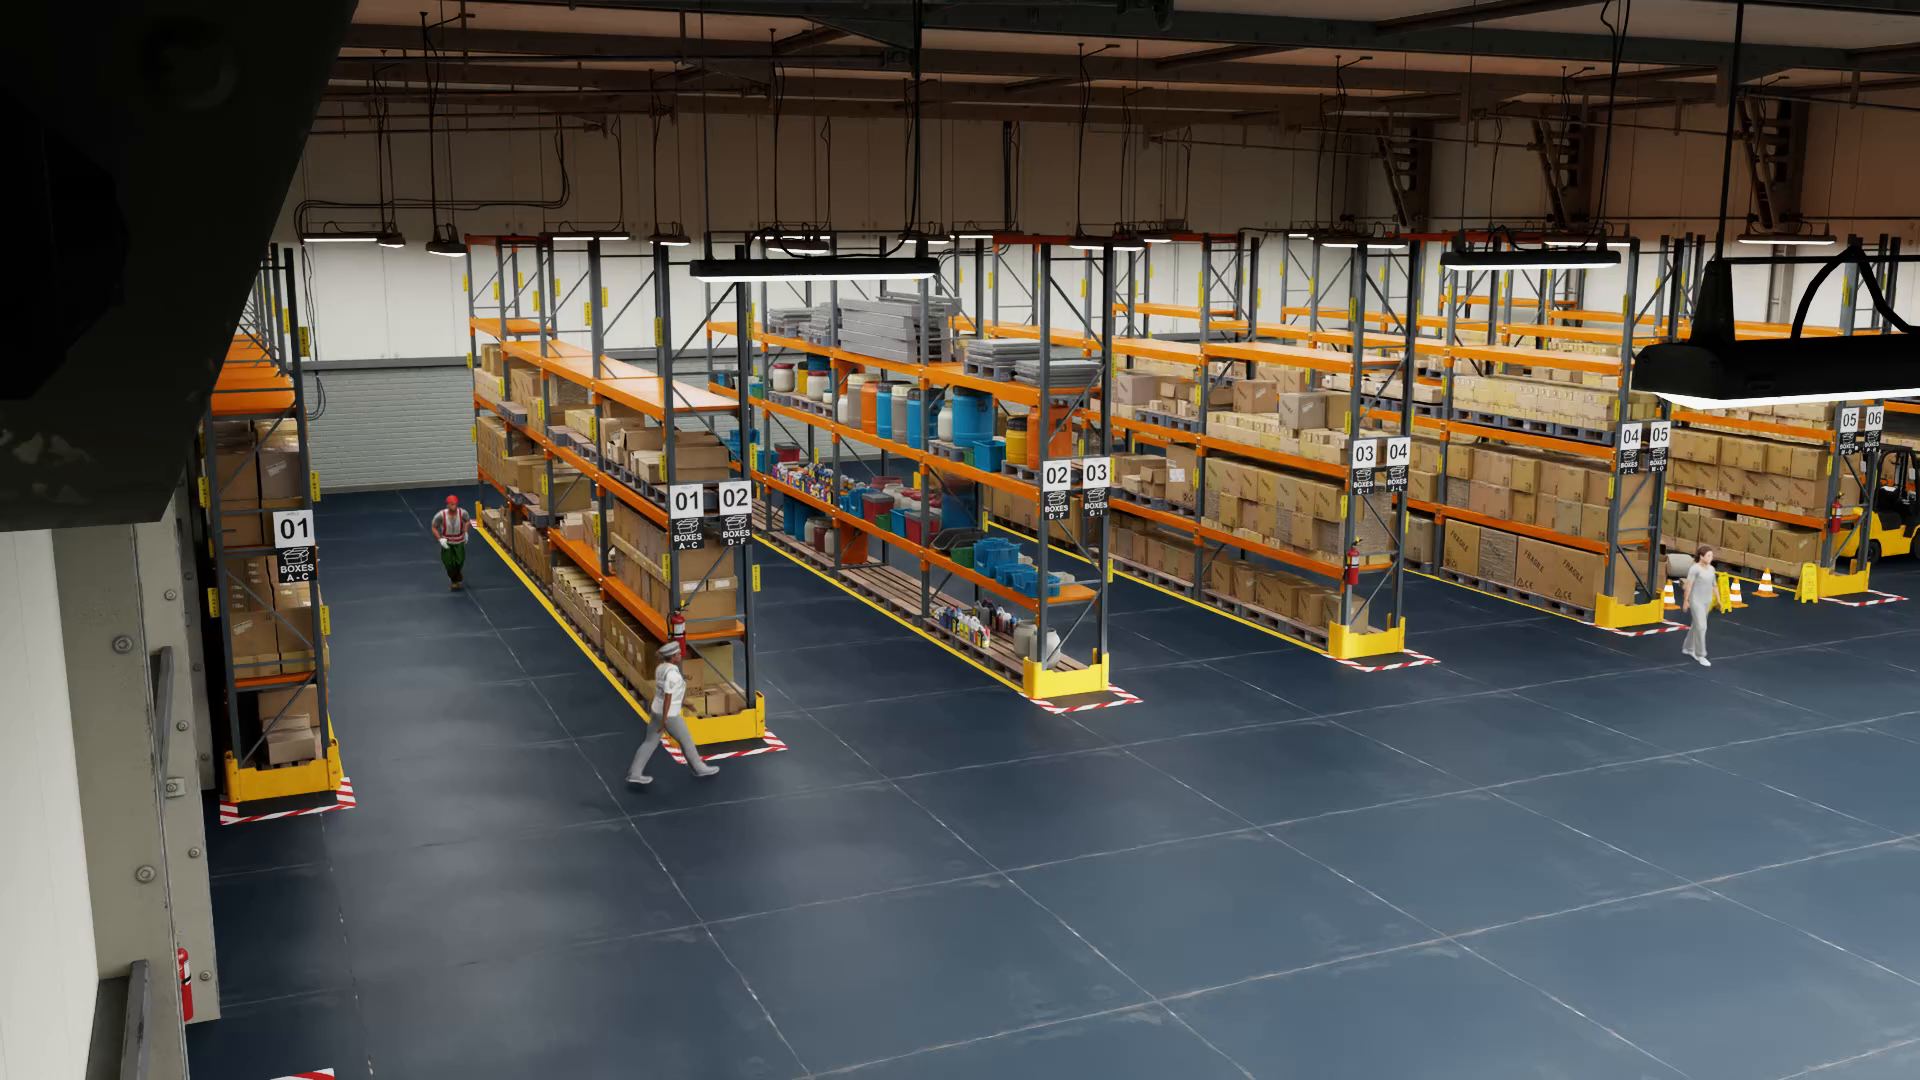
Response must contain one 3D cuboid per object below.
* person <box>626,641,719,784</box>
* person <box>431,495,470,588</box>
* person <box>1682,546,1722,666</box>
[{"bbox_3d":[-3.263,1.935,18.776,1.069,1.602,0.488,-6,12,-27],"label":"person"},{"bbox_3d":[-8.736,0.034,28.573,0.644,1.680,0.656,-3,11,-15],"label":"person"},{"bbox_3d":[10.725,0.928,24.015,0.495,1.705,0.622,-5,12,-24],"label":"person"}]
